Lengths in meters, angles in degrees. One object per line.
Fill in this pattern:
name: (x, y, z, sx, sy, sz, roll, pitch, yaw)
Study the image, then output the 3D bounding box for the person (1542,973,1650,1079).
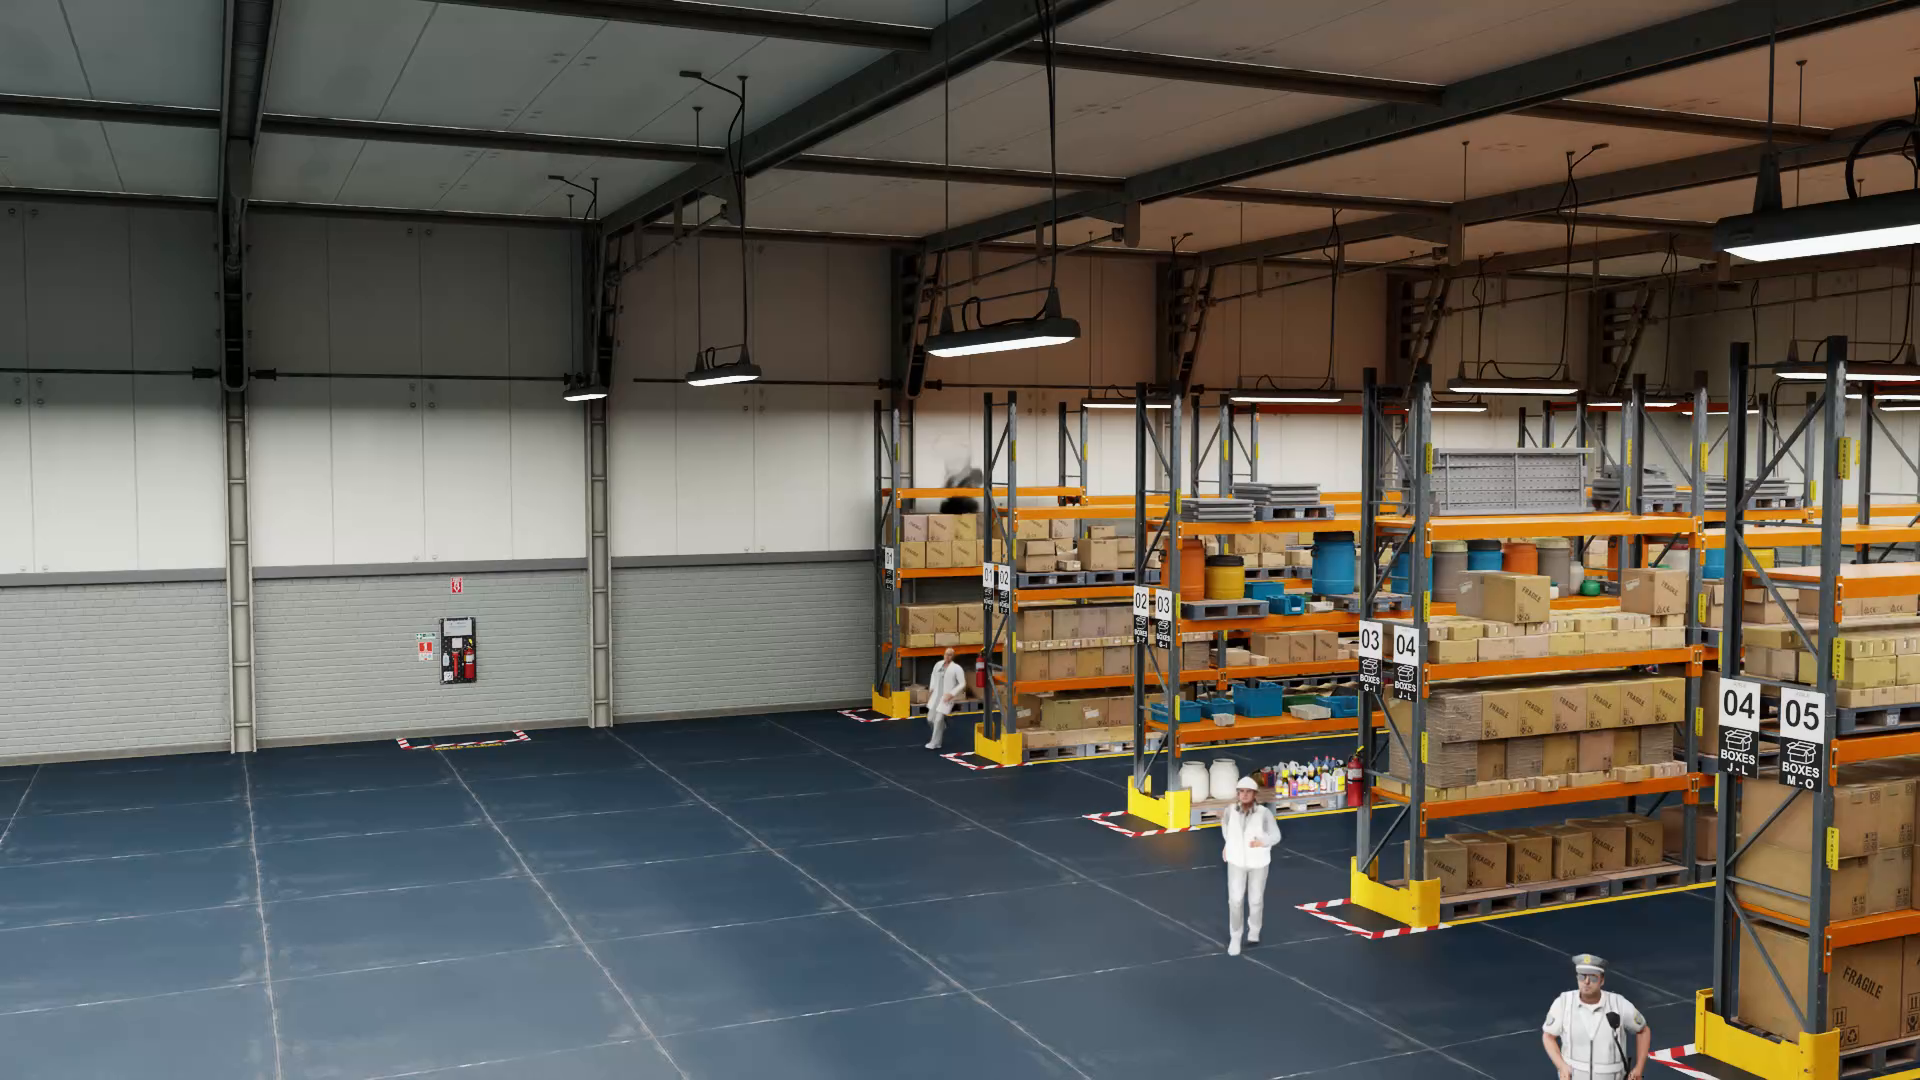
person: (4.243, 3.668, 11.139, 0.675, 1.686, 0.594, 2, 4, 25)

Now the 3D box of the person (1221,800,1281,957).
person: (2.950, 3.413, 16.928, 0.639, 1.602, 0.685, 1, 3, 17)

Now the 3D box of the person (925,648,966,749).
person: (-0.233, 2.672, 28.062, 0.755, 1.722, 0.626, 2, 4, 29)
